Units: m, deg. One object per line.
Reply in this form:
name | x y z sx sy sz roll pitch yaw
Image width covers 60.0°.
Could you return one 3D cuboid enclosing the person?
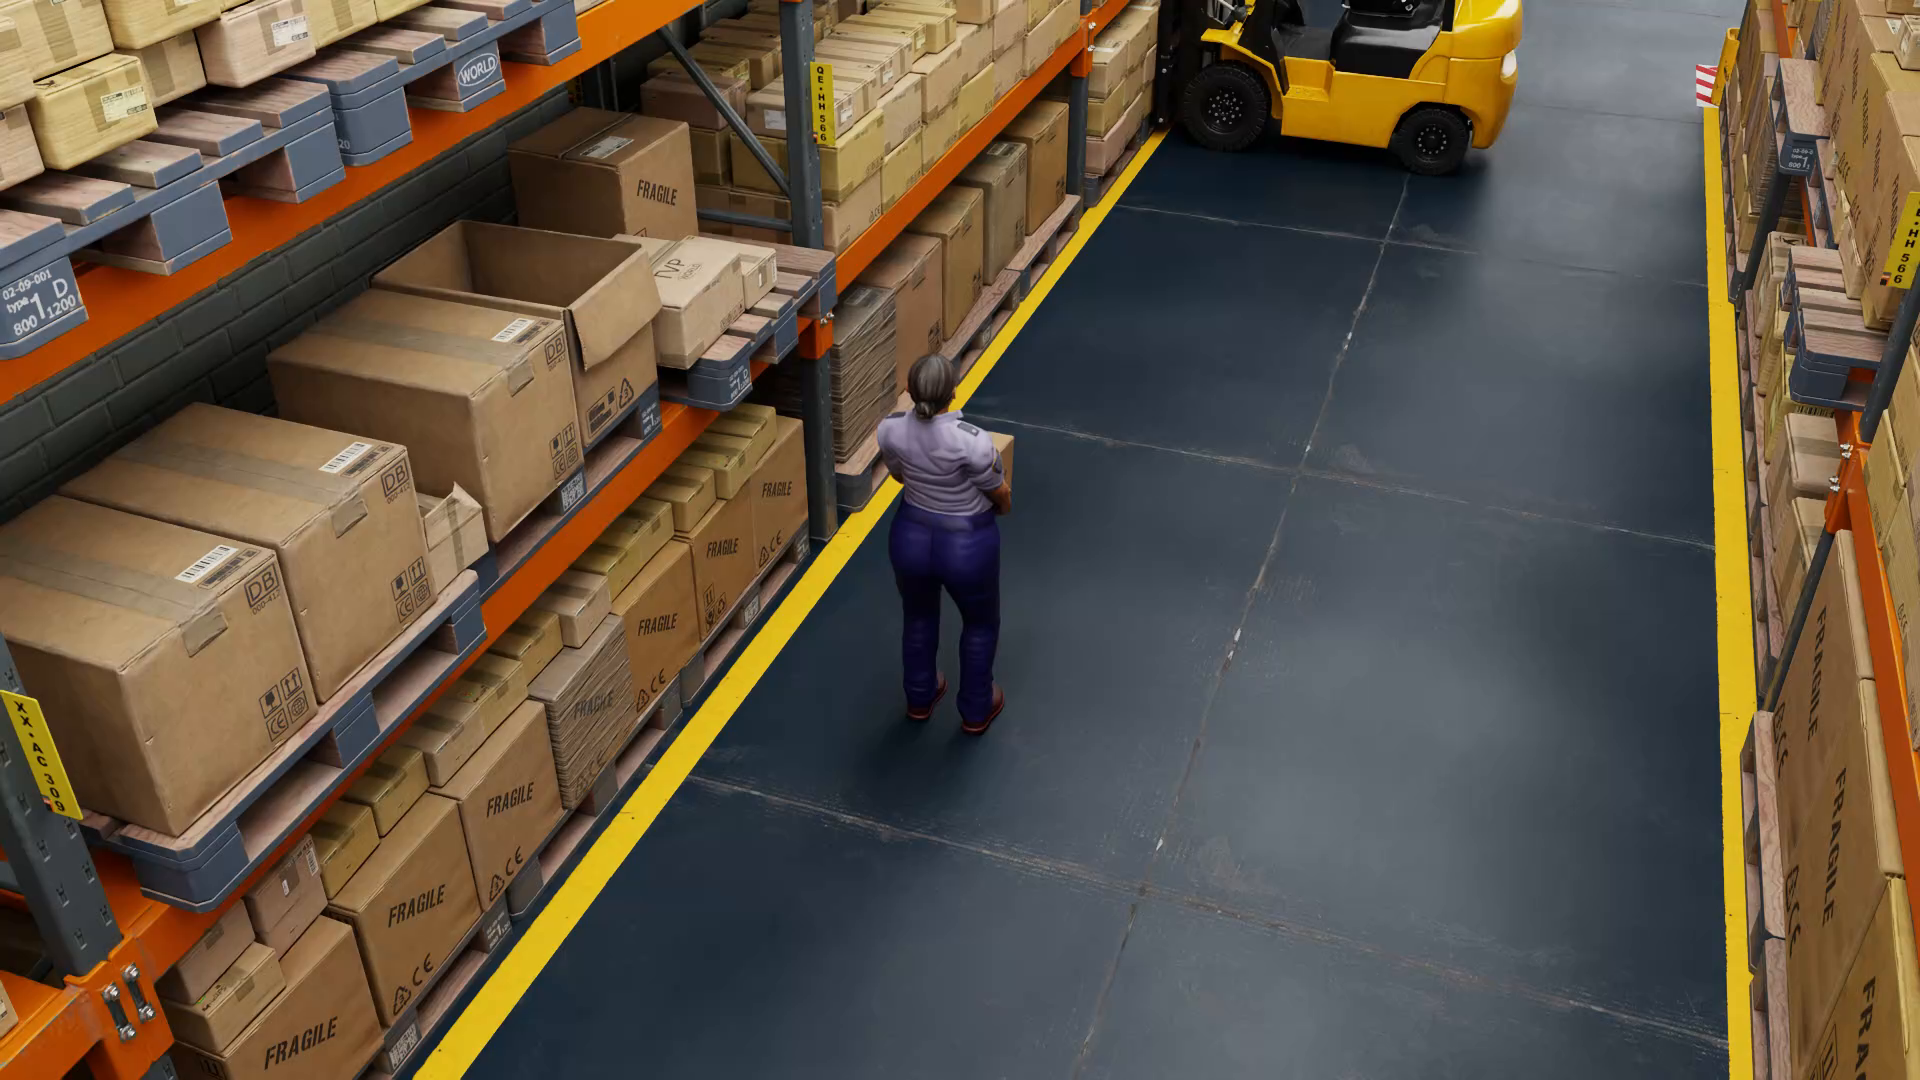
person | -0.032 -0.009 6.190 0.452 1.623 0.524 12 35 17
